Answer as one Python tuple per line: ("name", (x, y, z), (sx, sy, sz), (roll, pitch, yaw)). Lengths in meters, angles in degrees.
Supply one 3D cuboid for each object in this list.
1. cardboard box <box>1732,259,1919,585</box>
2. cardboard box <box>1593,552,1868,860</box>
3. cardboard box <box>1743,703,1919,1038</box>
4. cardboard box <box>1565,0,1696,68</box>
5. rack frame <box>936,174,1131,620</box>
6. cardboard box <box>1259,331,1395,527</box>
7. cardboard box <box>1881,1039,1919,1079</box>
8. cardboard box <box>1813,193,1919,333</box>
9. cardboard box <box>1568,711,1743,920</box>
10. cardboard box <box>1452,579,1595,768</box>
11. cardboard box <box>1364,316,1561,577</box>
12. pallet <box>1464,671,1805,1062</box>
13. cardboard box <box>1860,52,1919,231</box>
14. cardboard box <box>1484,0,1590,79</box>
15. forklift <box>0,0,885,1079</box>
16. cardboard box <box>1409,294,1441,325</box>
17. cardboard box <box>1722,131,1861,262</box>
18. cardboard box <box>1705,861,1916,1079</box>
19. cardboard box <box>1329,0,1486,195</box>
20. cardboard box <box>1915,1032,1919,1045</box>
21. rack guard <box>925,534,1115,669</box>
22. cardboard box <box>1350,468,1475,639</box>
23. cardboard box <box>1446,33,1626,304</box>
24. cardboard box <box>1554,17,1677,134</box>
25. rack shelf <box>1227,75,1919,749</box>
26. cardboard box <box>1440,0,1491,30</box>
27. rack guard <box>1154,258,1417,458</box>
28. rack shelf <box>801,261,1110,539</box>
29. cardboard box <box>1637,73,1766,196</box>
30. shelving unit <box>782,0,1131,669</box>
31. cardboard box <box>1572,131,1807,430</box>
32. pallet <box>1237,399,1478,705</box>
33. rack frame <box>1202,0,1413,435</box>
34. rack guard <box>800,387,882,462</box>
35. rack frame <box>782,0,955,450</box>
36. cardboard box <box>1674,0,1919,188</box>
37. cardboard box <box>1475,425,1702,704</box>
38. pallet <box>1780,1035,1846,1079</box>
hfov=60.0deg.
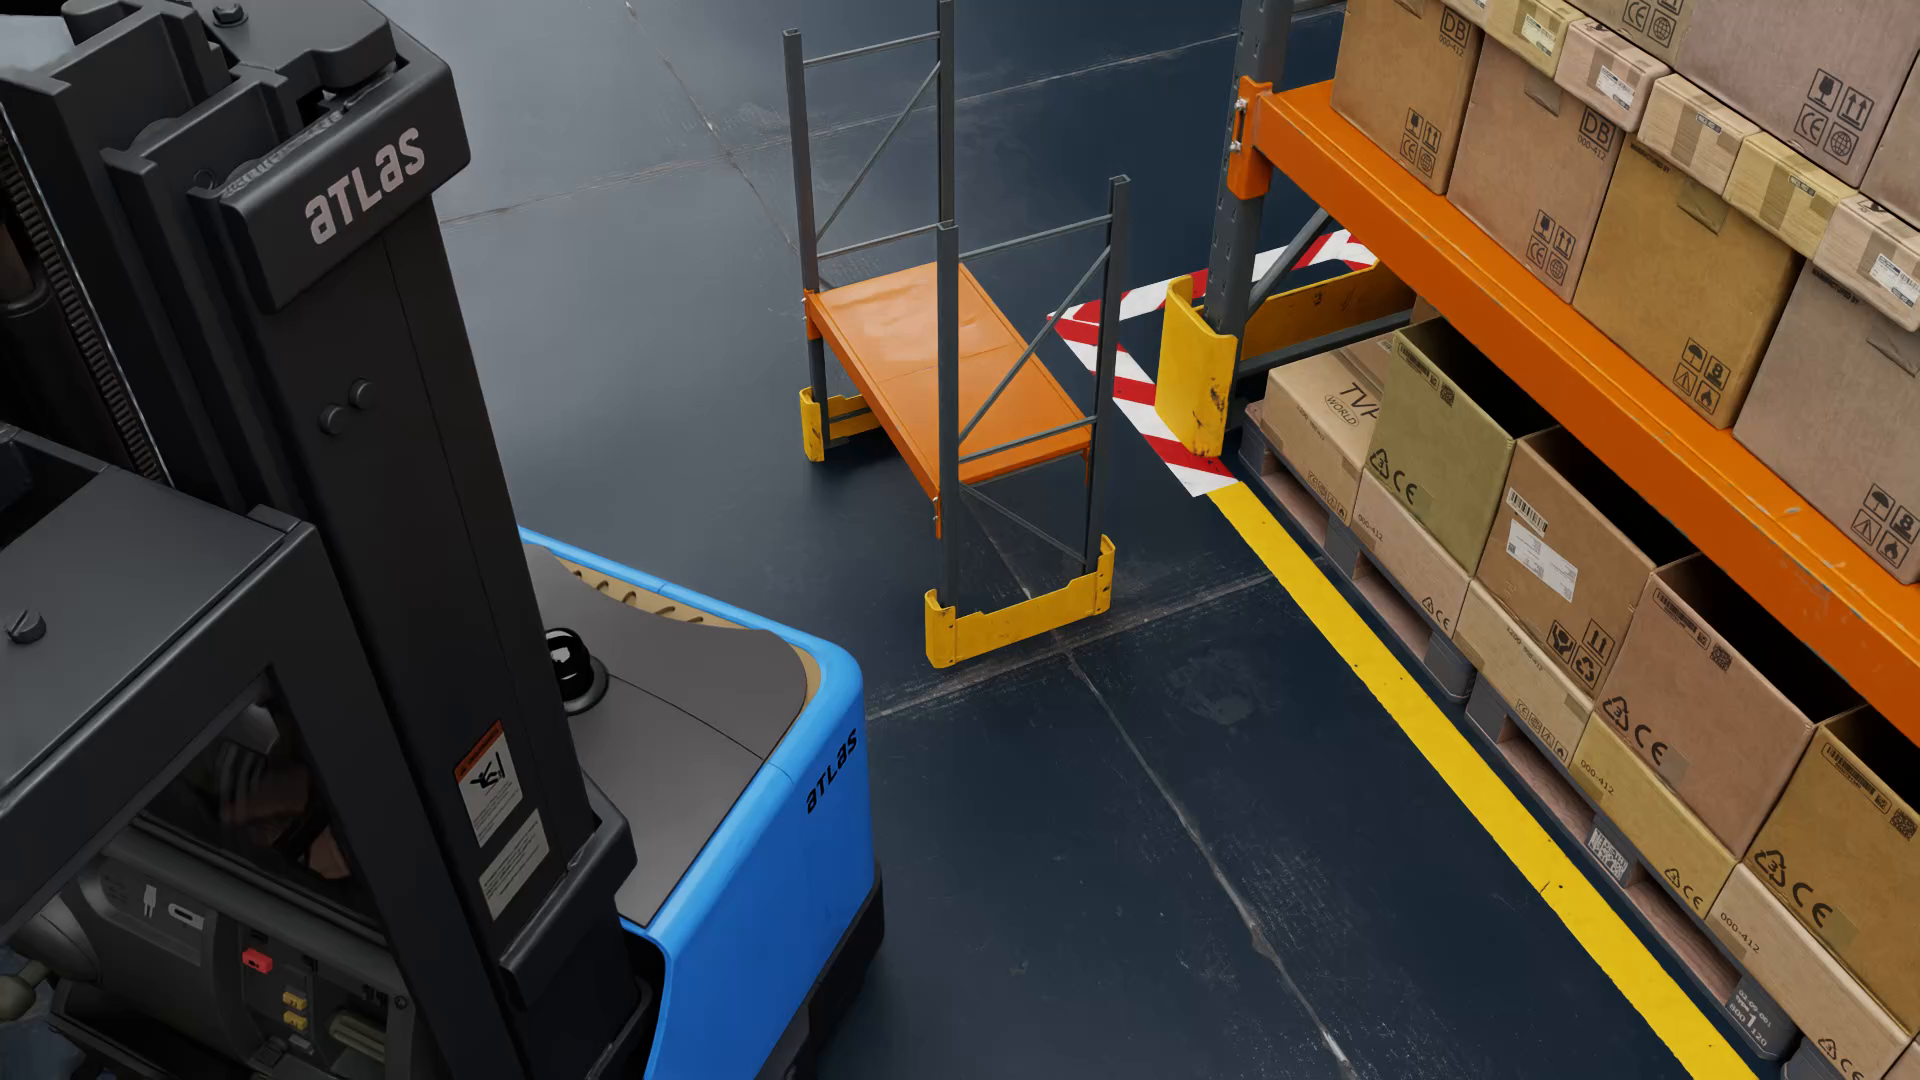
("cardboard box", (2.097, -0.340, 3.388), (0.700, 0.500, 0.500), (-17, 47, -16))
("cardboard box", (1.911, 0.335, 3.900), (0.500, 0.500, 0.500), (-18, 47, -17))
("cardboard box", (2.134, 0.649, 3.581), (0.500, 0.500, 0.500), (-18, 47, -17))
("cardboard box", (1.692, -1.421, 3.559), (0.700, 0.500, 0.500), (-19, 48, -18))
("rack frame", (0.178, -0.264, 4.450), (0.500, 1.500, 0.032), (-18, 47, -17))
("cardboard box", (1.283, -0.355, 5.133), (0.500, 0.250, 0.500), (-18, 47, -17))
("cardboard box", (2.346, 1.234, 3.522), (0.500, 0.250, 0.500), (-18, 47, -17))
("cardboard box", (1.874, -0.565, 3.154), (0.380, 0.149, 0.250), (-18, 47, -17))
("cardboard box", (1.912, 0.601, 4.164), (0.500, 0.250, 0.500), (-18, 47, -17))
("cardboard box", (1.706, 0.281, 4.488), (0.500, 0.250, 0.500), (-18, 47, -17))
("cardboard box", (1.495, -0.304, 4.547), (0.500, 0.500, 0.500), (-18, 47, -17))
("pallet", (2.128, 0.652, 4.439), (1.003, 0.211, 1.213), (-18, 47, -17))
("cardboard box", (2.115, -0.781, 2.911), (0.700, 0.500, 0.500), (-18, 47, -17))
("cardboard box", (1.446, -1.218, 3.816), (0.380, 0.149, 0.250), (-18, 47, -17))
("forklift", (-1.287, 0.743, 2.411), (1.130, 2.935, 3.031), (19, 48, 18))
("cardboard box", (1.754, -0.776, 5.025), (0.500, 0.500, 0.500), (-18, 47, -17))
("cardboard box", (1.772, -0.725, 3.316), (0.380, 0.149, 0.250), (-19, 48, -18))
("cardboard box", (2.123, 0.920, 3.841), (0.500, 0.250, 0.500), (-18, 47, -17))
("cardboard box", (1.444, -1.326, 4.387), (0.700, 0.500, 0.500), (-18, 47, -17))
("cardboard box", (2.348, 0.966, 3.260), (0.500, 0.500, 0.500), (-18, 47, -17))
("rack guard", (0.177, 0.180, 4.890), (0.587, 0.250, 0.087), (-18, 47, -17))
("cardboard box", (1.496, -0.038, 4.811), (0.500, 0.250, 0.500), (-18, 47, -17))
("cardboard box", (1.669, -0.993, 4.049), (0.700, 0.500, 0.500), (-17, 47, -16))
("cardboard box", (1.550, -1.056, 3.652), (0.380, 0.149, 0.250), (-19, 48, -18))
("rack shelf", (2.100, -0.061, 3.689), (1.077, 0.370, 4.000), (-18, 47, -17))
("cardboard box", (1.342, -1.377, 3.977), (0.380, 0.149, 0.250), (-19, 48, -18))
("rack guard", (1.249, -0.717, 5.621), (1.175, 0.500, 0.348), (-18, 47, -17))
("rack shelf", (-0.036, -0.460, 4.905), (0.538, 0.185, 1.000), (-18, 47, -17))
("cardboard box", (1.664, -0.887, 3.481), (0.380, 0.149, 0.250), (-20, 48, -19))
("shelving unit", (-0.032, -0.582, 4.772), (0.587, 1.500, 1.083), (-18, 47, -17))
("cardboard box", (1.872, -0.675, 3.727), (0.700, 0.500, 0.500), (-18, 47, -17))
("pallet", (1.619, -0.124, 5.226), (1.003, 0.211, 1.213), (-18, 47, -17))
("rack frame", (1.259, -1.592, 4.728), (1.000, 3.000, 0.127), (-18, 47, -17))
("rack guard", (-0.241, -0.455, 5.533), (0.587, 0.250, 0.087), (-18, 47, -17))
("rack frame", (-0.250, -0.912, 5.107), (0.500, 1.500, 0.032), (-18, 47, -17))
("cardboard box", (1.905, -1.100, 3.234), (0.700, 0.500, 0.500), (-18, 47, -17))
("cardboard box", (1.716, 0.011, 4.228), (0.500, 0.500, 0.500), (-18, 47, -17))
("pallet", (2.644, 1.431, 3.650), (1.003, 0.211, 1.213), (-18, 47, -17))
